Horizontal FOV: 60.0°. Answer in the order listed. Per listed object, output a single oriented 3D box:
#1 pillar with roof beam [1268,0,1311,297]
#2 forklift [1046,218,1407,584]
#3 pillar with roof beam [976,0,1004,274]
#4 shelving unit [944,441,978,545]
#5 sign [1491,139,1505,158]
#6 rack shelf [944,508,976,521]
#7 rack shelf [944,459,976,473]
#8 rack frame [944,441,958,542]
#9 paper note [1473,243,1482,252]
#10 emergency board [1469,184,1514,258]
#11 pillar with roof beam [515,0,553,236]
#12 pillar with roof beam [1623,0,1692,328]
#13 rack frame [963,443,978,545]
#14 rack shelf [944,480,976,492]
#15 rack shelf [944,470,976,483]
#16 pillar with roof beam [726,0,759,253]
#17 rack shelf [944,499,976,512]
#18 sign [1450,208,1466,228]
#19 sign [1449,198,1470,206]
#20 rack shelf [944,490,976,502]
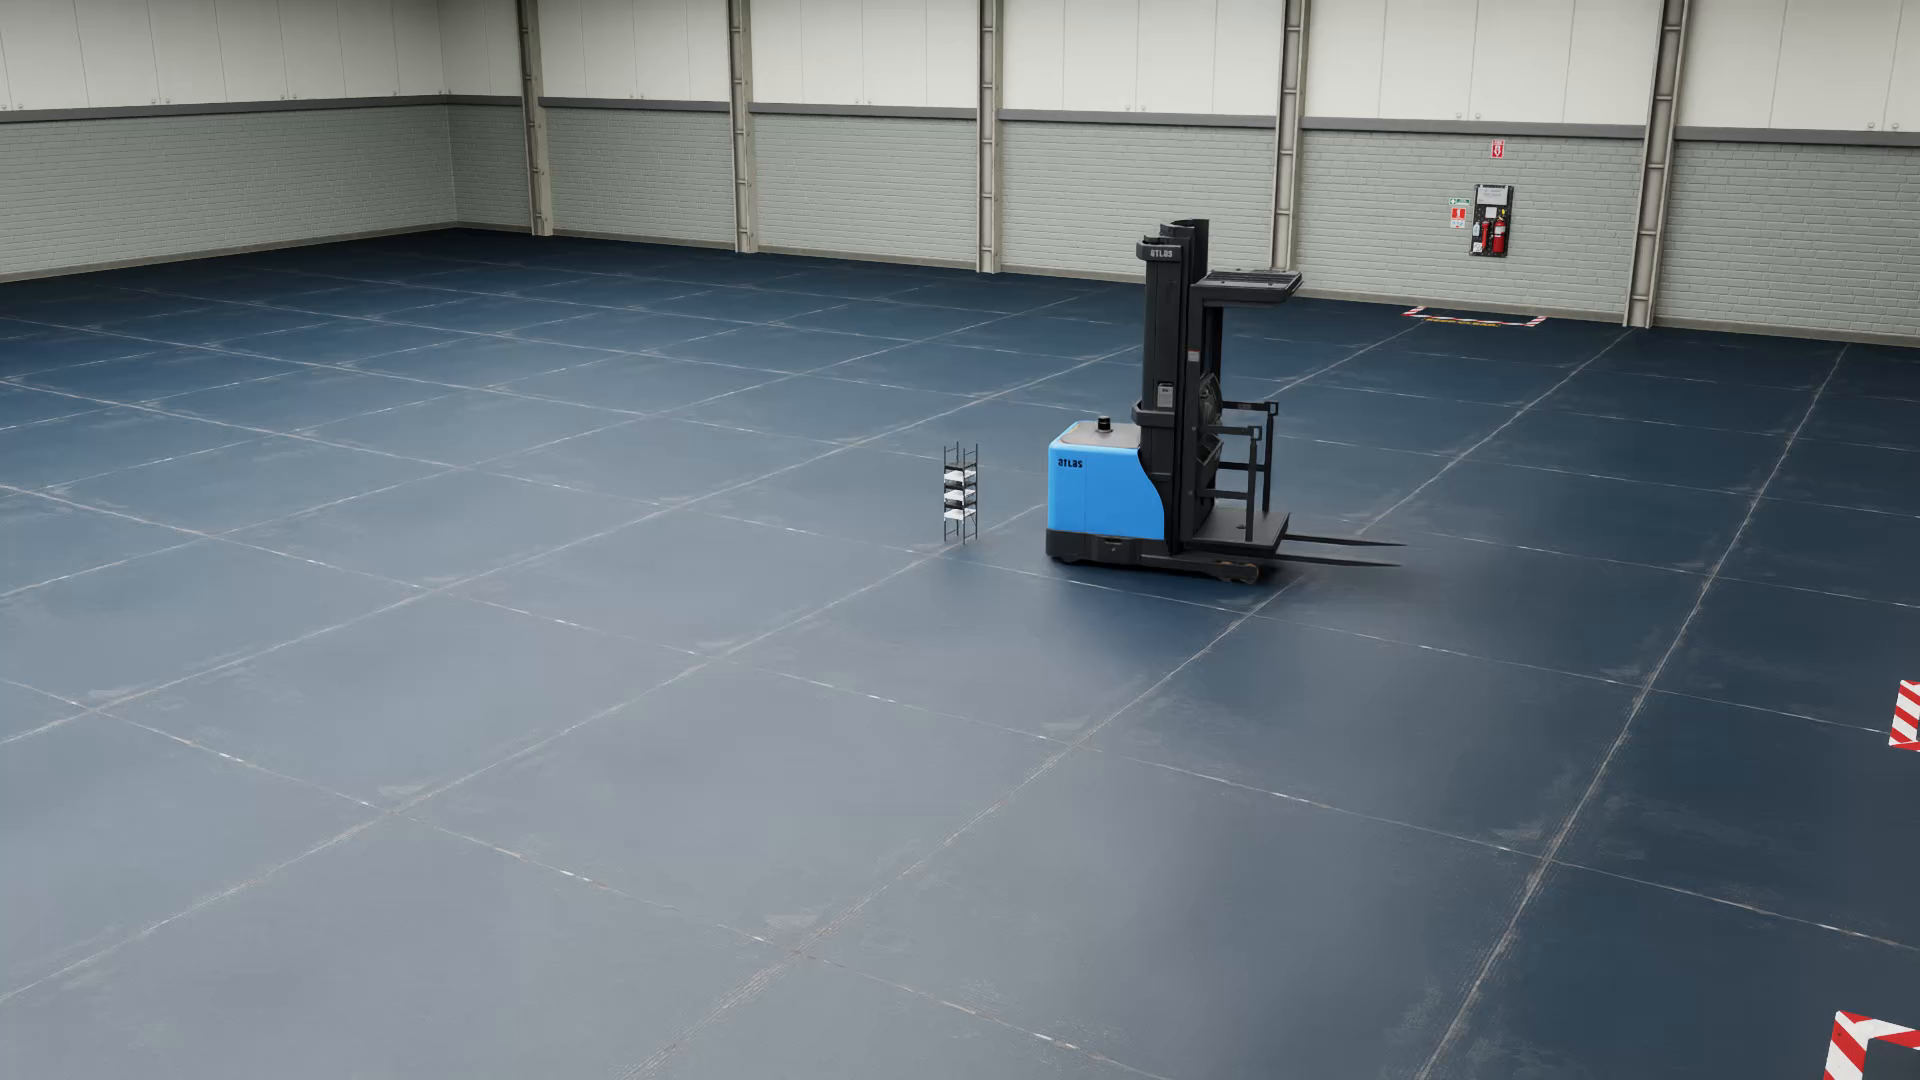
[{"bbox_3d":[3.428,-7.565,24.672,0.400,9.000,9.100,10,20,30],"label":"pillar with roof beam"},{"bbox_3d":[2.328,-1.207,14.182,3.031,2.935,1.130,5,18,17],"label":"forklift"},{"bbox_3d":[-1.685,-8.478,27.676,0.400,9.000,9.100,10,20,30],"label":"pillar with roof beam"},{"bbox_3d":[0.007,-0.429,15.115,0.210,0.900,0.258,10,20,30],"label":"shelving unit"},{"bbox_3d":[8.753,-6.369,27.066,0.199,0.298,0.001,10,20,30],"label":"sign"},{"bbox_3d":[0.007,-0.225,15.177,0.200,0.077,0.258,10,20,30],"label":"rack shelf"},{"bbox_3d":[0.007,-0.656,15.046,0.200,0.077,0.258,10,20,30],"label":"rack shelf"},{"bbox_3d":[-0.080,-0.445,15.166,0.006,0.900,0.240,10,20,30],"label":"rack frame"},{"bbox_3d":[8.593,-4.856,27.591,0.142,0.148,0.016,10,20,30],"label":"paper note"},{"bbox_3d":[8.708,-5.233,27.318,0.643,1.169,0.194,10,20,30],"label":"emergency board"},{"bbox_3d":[-11.910,-10.303,33.685,0.400,9.000,9.100,10,20,30],"label":"pillar with roof beam"},{"bbox_3d":[8.541,-6.652,21.667,0.400,9.000,9.100,10,20,30],"label":"pillar with roof beam"},{"bbox_3d":[0.094,-0.414,15.064,0.006,0.900,0.240,10,20,30],"label":"rack frame"},{"bbox_3d":[0.007,-0.484,15.099,0.200,0.077,0.258,10,20,30],"label":"rack shelf"},{"bbox_3d":[0.007,-0.570,15.072,0.200,0.077,0.258,10,20,30],"label":"rack shelf"},{"bbox_3d":[-6.797,-9.390,30.681,0.400,9.000,9.100,10,20,30],"label":"pillar with roof beam"},{"bbox_3d":[0.007,-0.311,15.151,0.200,0.077,0.258,10,20,30],"label":"rack shelf"},{"bbox_3d":[8.291,-5.360,27.674,0.234,0.329,0.001,10,20,30],"label":"sign"},{"bbox_3d":[8.290,-5.611,27.587,0.331,0.109,0.001,10,20,30],"label":"sign"},{"bbox_3d":[0.007,-0.397,15.125,0.200,0.077,0.258,10,20,30],"label":"rack shelf"}]
